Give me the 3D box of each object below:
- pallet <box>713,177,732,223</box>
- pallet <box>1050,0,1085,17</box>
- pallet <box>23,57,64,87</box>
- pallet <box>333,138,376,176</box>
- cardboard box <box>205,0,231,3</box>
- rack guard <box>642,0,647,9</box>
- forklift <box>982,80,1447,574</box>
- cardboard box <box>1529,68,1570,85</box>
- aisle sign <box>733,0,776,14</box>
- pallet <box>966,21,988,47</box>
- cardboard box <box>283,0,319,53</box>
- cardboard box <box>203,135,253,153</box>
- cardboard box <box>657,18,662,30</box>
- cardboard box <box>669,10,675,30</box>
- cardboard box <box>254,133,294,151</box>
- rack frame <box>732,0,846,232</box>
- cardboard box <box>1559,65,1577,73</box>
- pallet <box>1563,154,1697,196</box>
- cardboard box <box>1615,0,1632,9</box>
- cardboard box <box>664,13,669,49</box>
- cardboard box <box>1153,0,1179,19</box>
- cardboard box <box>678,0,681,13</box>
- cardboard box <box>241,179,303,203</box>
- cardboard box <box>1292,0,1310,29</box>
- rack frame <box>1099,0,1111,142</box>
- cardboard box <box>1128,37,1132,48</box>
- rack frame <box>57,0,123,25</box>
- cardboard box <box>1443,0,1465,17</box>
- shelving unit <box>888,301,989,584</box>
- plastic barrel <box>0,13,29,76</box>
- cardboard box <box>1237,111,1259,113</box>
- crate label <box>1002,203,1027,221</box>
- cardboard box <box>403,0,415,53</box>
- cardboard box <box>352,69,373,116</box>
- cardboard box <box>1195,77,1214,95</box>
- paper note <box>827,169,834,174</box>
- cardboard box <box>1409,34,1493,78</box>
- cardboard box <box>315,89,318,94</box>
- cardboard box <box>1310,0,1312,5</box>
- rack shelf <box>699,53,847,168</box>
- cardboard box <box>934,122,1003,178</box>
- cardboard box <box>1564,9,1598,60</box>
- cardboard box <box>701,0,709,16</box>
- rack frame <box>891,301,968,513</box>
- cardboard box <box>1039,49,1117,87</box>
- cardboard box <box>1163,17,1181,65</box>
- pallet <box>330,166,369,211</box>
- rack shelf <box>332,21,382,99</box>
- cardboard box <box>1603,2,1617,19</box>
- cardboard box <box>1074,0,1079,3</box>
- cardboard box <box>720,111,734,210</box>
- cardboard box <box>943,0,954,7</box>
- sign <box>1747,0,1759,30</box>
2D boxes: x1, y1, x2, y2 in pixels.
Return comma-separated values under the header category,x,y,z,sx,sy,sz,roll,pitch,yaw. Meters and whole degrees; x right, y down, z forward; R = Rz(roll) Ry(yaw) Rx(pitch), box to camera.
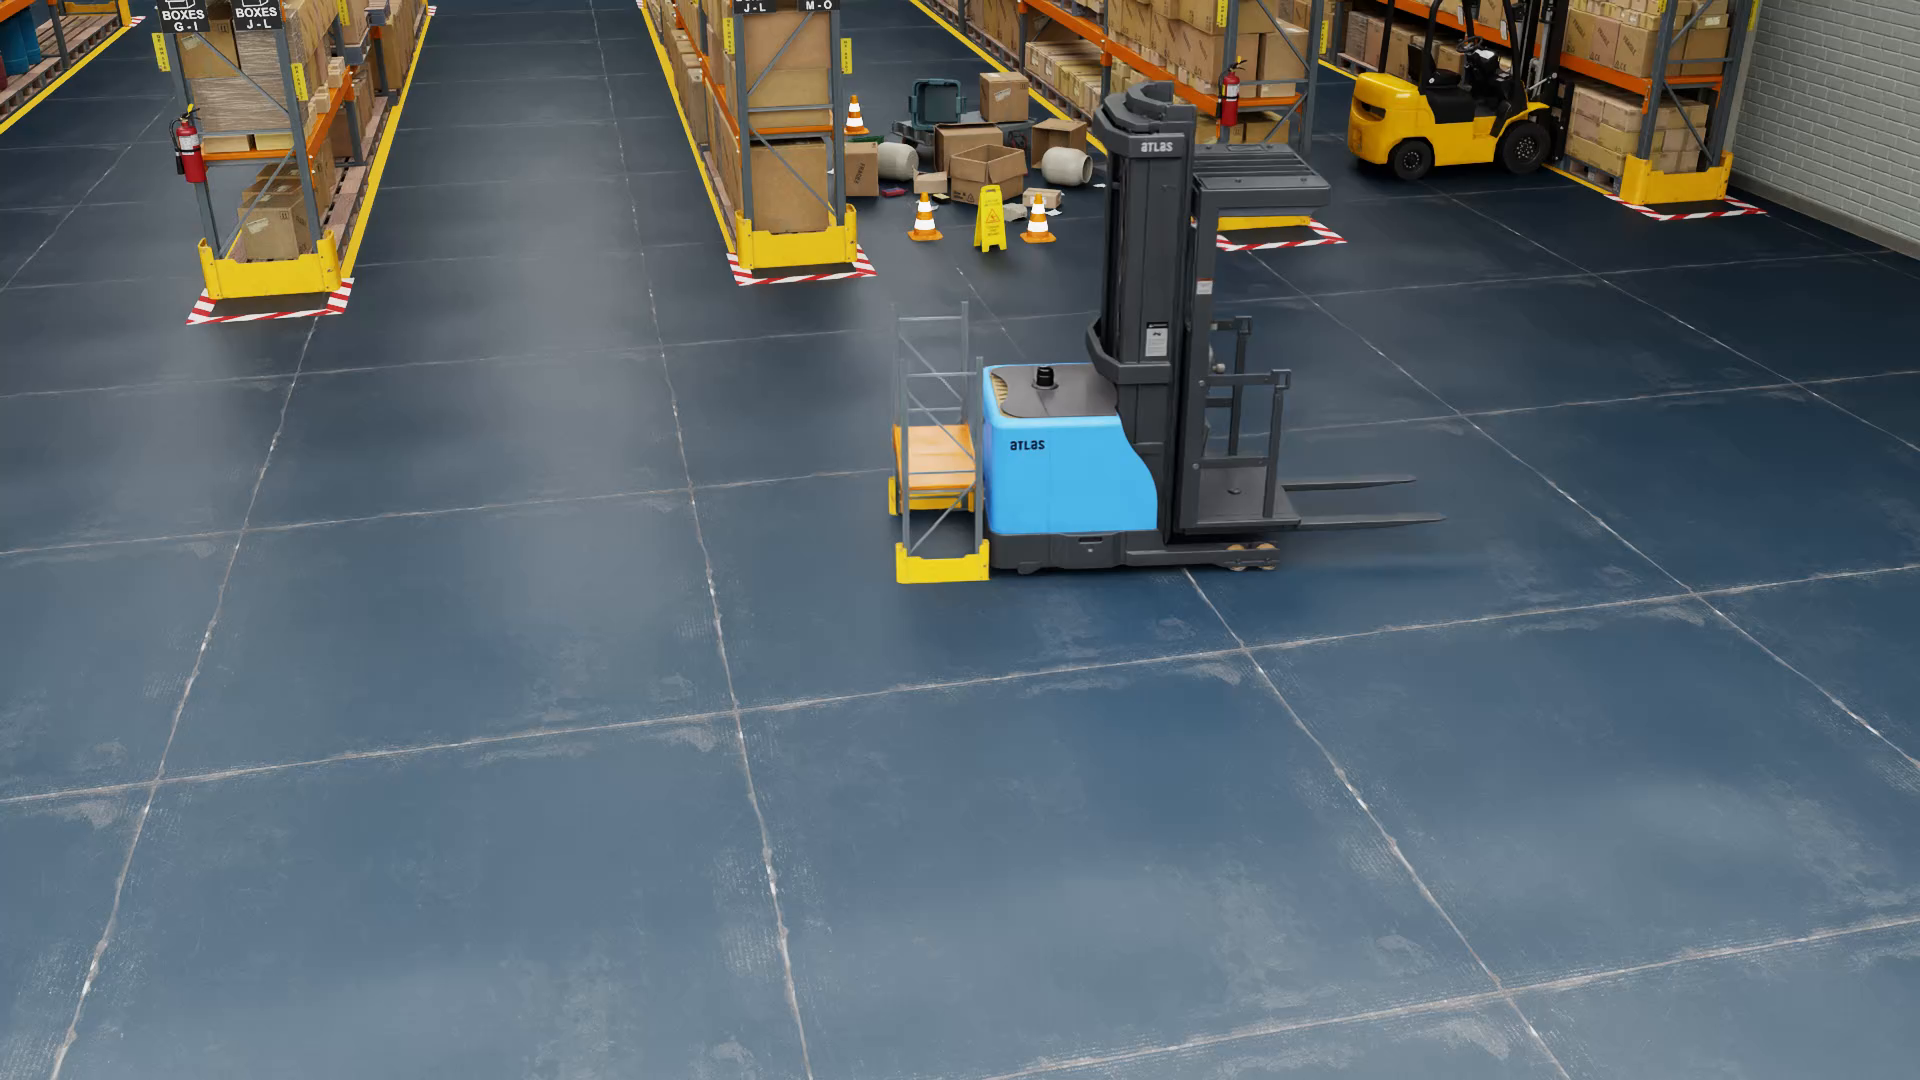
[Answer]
category,x,y,z,sx,sy,sz,roll,pitch,yaw
pallet,-2.156,-3.777,18.346,1.003,0.211,1.213,-6,27,-12
pallet,1.855,-7.253,22.351,1.003,0.211,1.213,-6,27,-12
pallet,-13.880,-6.863,24.459,1.003,0.211,1.213,-6,27,-12
pallet,-7.562,-4.538,19.854,1.003,0.211,1.213,-6,27,-12
cardboard box,-7.077,-4.964,16.052,0.500,0.500,0.500,-6,27,-12
rack guard,-5.217,-10.020,30.393,1.175,0.500,0.348,-6,27,-12
forklift,1.654,-1.345,10.508,3.031,2.935,1.130,-2,27,-4
cardboard box,7.137,-5.673,20.483,0.500,0.250,0.500,-5,27,-10
aisle sign,-1.905,-5.244,15.272,0.394,0.787,0.004,-6,27,-12
pallet,0.715,-8.384,27.473,1.003,0.211,1.213,-6,27,-12
cardboard box,-6.562,-5.018,16.159,0.500,0.500,0.500,-6,27,-12
cardboard box,-6.749,-3.677,15.332,0.380,0.149,0.250,-6,27,-12
cardboard box,-4.753,-8.465,27.237,0.380,0.149,0.250,-6,27,-11
cardboard box,-3.965,-7.557,24.216,0.500,0.250,0.500,-6,27,-11
cardboard box,-6.315,-3.723,15.422,0.380,0.149,0.250,-6,27,-12
rack frame,-1.628,-4.145,15.979,1.000,3.000,0.127,-6,27,-12
cardboard box,7.634,-5.719,20.574,0.500,0.250,0.500,-6,27,-11
pallet,7.794,-4.284,19.350,1.003,0.211,1.213,-6,27,-12
cardboard box,7.550,-6.018,18.529,0.380,0.149,0.250,-5,27,-10
cardboard box,-4.304,-7.901,25.729,0.500,0.500,0.500,-5,27,-9
cardboard box,2.522,-5.954,18.013,0.700,0.500,0.500,-6,27,-12
cardboard box,-3.476,-7.254,22.028,0.500,0.500,0.500,-6,27,-12
cardboard box,-6.776,-3.292,16.597,0.500,0.500,0.500,1,27,2
cardboard box,5.676,-8.395,26.708,0.500,0.500,0.500,-5,27,-9
rack frame,2.270,-6.448,20.542,1.000,3.000,0.127,-6,27,-12
cardboard box,2.226,-5.946,19.826,0.380,0.149,0.250,-6,27,-12
rack frame,-14.915,-10.207,27.989,1.000,3.000,0.127,-6,27,-12
cardboard box,6.737,-7.081,21.963,0.500,0.250,0.500,-5,27,-10
shelving unit,-0.154,-0.646,10.711,0.587,1.500,1.083,-2,27,-4
plastic barrel,-13.748,-7.150,23.796,0.600,0.901,0.708,-6,27,-12
cardboard box,3.131,-4.608,18.651,0.500,0.500,0.500,-7,28,-14
crate label,0.576,-3.548,17.975,0.250,0.136,0.298,-23,35,-38
cardboard box,-9.024,-7.914,25.338,1.225,0.875,0.875,-6,27,-11
cardboard box,-7.978,-5.744,21.433,0.700,0.500,0.500,-8,28,-16
cardboard box,2.714,-4.822,17.600,0.380,0.149,0.250,-6,27,-12
paper note,-1.496,-4.372,19.725,0.142,0.020,0.147,19,32,32
cardboard box,6.809,-6.650,23.113,0.875,0.625,0.625,-6,27,-12
cardboard box,-6.745,-4.487,16.937,0.380,0.149,0.250,-6,27,-12
cardboard box,5.738,-8.499,26.193,0.380,0.149,0.250,-7,28,-13
rack shelf,-2.079,-4.702,17.881,1.077,0.370,4.000,-6,27,-12
cardboard box,0.090,-4.562,19.425,0.797,0.637,0.503,-6,27,-12
cardboard box,7.416,-5.885,19.316,0.500,0.500,0.500,-6,27,-13
cardboard box,-2.480,-6.284,18.853,0.875,0.550,0.550,-6,27,-12
rack frame,-0.196,-0.870,11.155,0.500,1.500,0.032,-2,27,-4
cardboard box,1.661,-6.646,23.385,0.950,0.372,0.625,-6,27,-13
cardboard box,2.563,-5.520,18.262,0.500,0.500,0.500,-6,27,-12
pallet,-7.199,-3.905,18.600,1.003,0.211,1.213,-6,27,-12
rack shelf,-7.836,-5.998,20.450,1.077,0.370,4.000,-6,27,-12
cardboard box,7.526,-5.995,18.814,0.380,0.149,0.250,-6,27,-12
cardboard box,1.689,-7.060,21.567,0.380,0.149,0.250,-6,27,-11
cardboard box,-2.046,-4.061,17.705,0.875,0.875,0.875,-6,27,-12
cardboard box,0.228,-9.683,29.329,0.875,0.438,0.875,-7,28,-13
sign,8.549,-5.673,17.959,0.100,0.325,0.005,-6,27,-12
